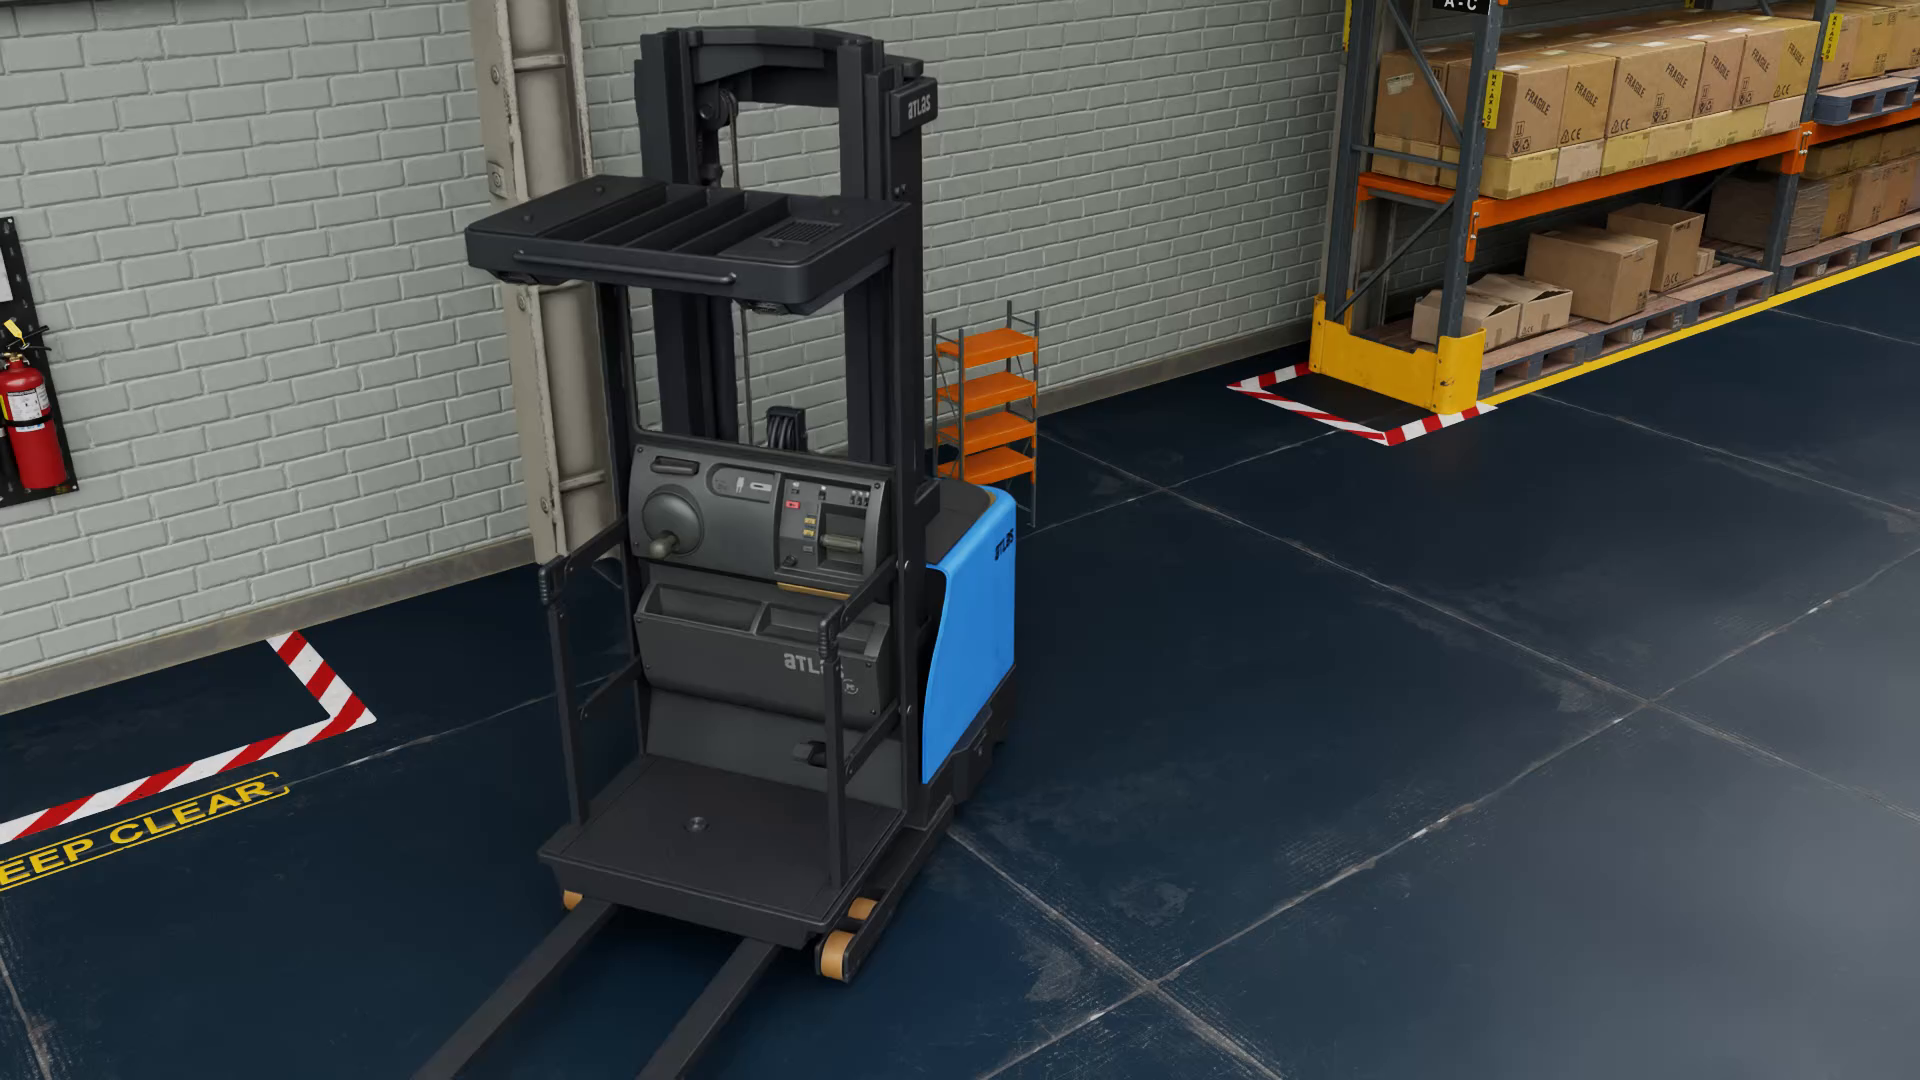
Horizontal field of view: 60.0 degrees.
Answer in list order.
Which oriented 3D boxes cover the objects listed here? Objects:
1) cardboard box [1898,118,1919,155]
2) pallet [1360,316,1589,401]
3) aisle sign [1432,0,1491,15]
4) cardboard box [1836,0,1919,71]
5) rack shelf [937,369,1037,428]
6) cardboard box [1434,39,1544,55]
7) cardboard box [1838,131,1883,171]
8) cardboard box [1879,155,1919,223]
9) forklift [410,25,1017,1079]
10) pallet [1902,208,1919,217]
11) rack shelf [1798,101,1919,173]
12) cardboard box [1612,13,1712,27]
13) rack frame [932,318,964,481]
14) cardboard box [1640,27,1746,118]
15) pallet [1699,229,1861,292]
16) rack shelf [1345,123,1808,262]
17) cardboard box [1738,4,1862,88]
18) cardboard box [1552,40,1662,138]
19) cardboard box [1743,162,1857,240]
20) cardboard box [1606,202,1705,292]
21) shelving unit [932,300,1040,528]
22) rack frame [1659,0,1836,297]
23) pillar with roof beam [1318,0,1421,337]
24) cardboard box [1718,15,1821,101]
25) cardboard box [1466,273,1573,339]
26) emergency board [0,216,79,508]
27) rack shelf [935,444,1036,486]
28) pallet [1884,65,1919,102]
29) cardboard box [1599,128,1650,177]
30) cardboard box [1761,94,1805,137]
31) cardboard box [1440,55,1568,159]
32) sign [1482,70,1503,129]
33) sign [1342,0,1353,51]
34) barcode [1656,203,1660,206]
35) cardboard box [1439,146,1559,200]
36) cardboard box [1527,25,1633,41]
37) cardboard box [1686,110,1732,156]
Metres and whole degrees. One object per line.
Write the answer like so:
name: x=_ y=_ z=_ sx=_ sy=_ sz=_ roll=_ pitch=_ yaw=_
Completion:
cardboard box: x=8.037 y=-3.505 z=14.295 sx=0.500 sy=0.250 sz=0.500 roll=-18 pitch=30 yaw=-33
pallet: x=3.484 y=-1.307 z=11.315 sx=1.213 sy=0.211 sz=1.003 roll=-18 pitch=31 yaw=-34
aisle sign: x=2.892 y=-3.414 z=9.455 sx=0.004 sy=0.787 sz=0.394 roll=-18 pitch=31 yaw=-34
cardboard box: x=7.276 y=-4.082 z=13.340 sx=0.500 sy=0.500 sz=0.700 roll=-14 pitch=28 yaw=-27
rack shelf: x=0.130 y=-0.729 z=8.524 sx=0.480 sy=0.148 sz=0.258 roll=-18 pitch=31 yaw=-34
cardboard box: x=3.405 y=-2.954 z=10.816 sx=0.500 sy=0.500 sz=0.500 roll=-18 pitch=30 yaw=-33
cardboard box: x=7.232 y=-3.246 z=13.738 sx=0.500 sy=0.250 sz=0.500 roll=-19 pitch=31 yaw=-35
cardboard box: x=7.674 y=-3.058 z=14.224 sx=0.500 sy=0.500 sz=0.700 roll=-18 pitch=31 yaw=-34
forklift: x=-0.762 y=-0.052 z=5.381 sx=1.130 sy=2.935 sz=3.031 roll=9 pitch=26 yaw=19
pallet: x=8.443 y=-2.963 z=14.885 sx=1.213 sy=0.211 sz=1.003 roll=-18 pitch=31 yaw=-34
rack shelf: x=7.485 y=-3.585 z=13.766 sx=4.000 sy=0.370 sz=1.077 roll=-18 pitch=31 yaw=-34
cardboard box: x=5.003 y=-3.487 z=11.964 sx=0.500 sy=0.500 sz=0.500 roll=-18 pitch=31 yaw=-34
rack frame: x=-0.062 y=-0.524 z=8.453 sx=0.015 sy=1.200 sz=0.240 roll=-18 pitch=31 yaw=-34
cardboard box: x=4.938 y=-3.189 z=11.322 sx=0.500 sy=0.500 sz=0.500 roll=-19 pitch=31 yaw=-35
pallet: x=6.523 y=-2.330 z=13.519 sx=1.213 sy=0.211 sz=1.003 roll=-18 pitch=31 yaw=-34
rack shelf: x=4.337 y=-2.546 z=11.527 sx=4.000 sy=0.370 sz=1.077 roll=-18 pitch=31 yaw=-34
cardboard box: x=6.333 y=-3.758 z=12.642 sx=0.500 sy=0.500 sz=0.700 roll=-18 pitch=30 yaw=-34
cardboard box: x=4.130 y=-2.916 z=10.733 sx=0.500 sy=0.500 sz=0.500 roll=-19 pitch=31 yaw=-36
cardboard box: x=6.856 y=-2.805 z=13.678 sx=0.500 sy=0.500 sz=0.700 roll=-19 pitch=31 yaw=-35
cardboard box: x=5.119 y=-2.175 z=12.319 sx=0.500 sy=0.500 sz=0.500 roll=-21 pitch=32 yaw=-38
shelving unit: x=0.130 y=-0.587 z=8.590 sx=0.503 sy=1.200 sz=0.258 roll=-18 pitch=31 yaw=-34
rack frame: x=5.911 y=-3.392 z=12.495 sx=0.127 sy=3.000 sz=1.000 roll=-18 pitch=31 yaw=-34
pillar with roof beam: x=5.437 y=-4.116 z=6.930 sx=0.400 sy=9.000 sz=9.100 roll=-18 pitch=31 yaw=-34
cardboard box: x=5.730 y=-3.448 z=11.879 sx=0.500 sy=0.500 sz=0.500 roll=-18 pitch=31 yaw=-34
cardboard box: x=3.812 y=-1.631 z=11.372 sx=0.500 sy=0.311 sz=0.500 roll=-15 pitch=29 yaw=-30
emergency board: x=-3.909 y=-0.633 z=6.551 sx=0.643 sy=1.169 sz=0.194 roll=-18 pitch=31 yaw=-34
rack shelf: x=0.130 y=-0.346 z=8.702 sx=0.480 sy=0.148 sz=0.258 roll=-18 pitch=31 yaw=-34
pallet: x=7.526 y=-3.816 z=13.637 sx=1.213 sy=0.211 sz=1.003 roll=-18 pitch=31 yaw=-34
cardboard box: x=4.148 y=-2.585 z=10.912 sx=0.500 sy=0.250 sz=0.500 roll=-19 pitch=31 yaw=-35
cardboard box: x=5.725 y=-3.109 z=12.041 sx=0.500 sy=0.250 sz=0.500 roll=-18 pitch=30 yaw=-34
cardboard box: x=3.325 y=-2.658 z=10.178 sx=0.500 sy=0.500 sz=0.500 roll=-18 pitch=31 yaw=-34
sign: x=3.098 y=-2.566 z=9.687 sx=0.005 sy=0.325 sz=0.100 roll=-18 pitch=31 yaw=-34
sign: x=2.437 y=-3.210 z=10.353 sx=0.005 sy=0.325 sz=0.100 roll=-18 pitch=31 yaw=-34
barcode: x=5.338 y=-2.542 z=12.730 sx=0.075 sy=0.075 sz=0.001 roll=-18 pitch=31 yaw=-34
cardboard box: x=3.343 y=-2.315 z=10.330 sx=0.500 sy=0.250 sz=0.500 roll=-19 pitch=31 yaw=-35
cardboard box: x=4.206 y=-3.221 z=11.390 sx=0.500 sy=0.500 sz=0.500 roll=-18 pitch=30 yaw=-33
cardboard box: x=4.942 y=-2.847 z=11.475 sx=0.500 sy=0.250 sz=0.500 roll=-18 pitch=31 yaw=-34
